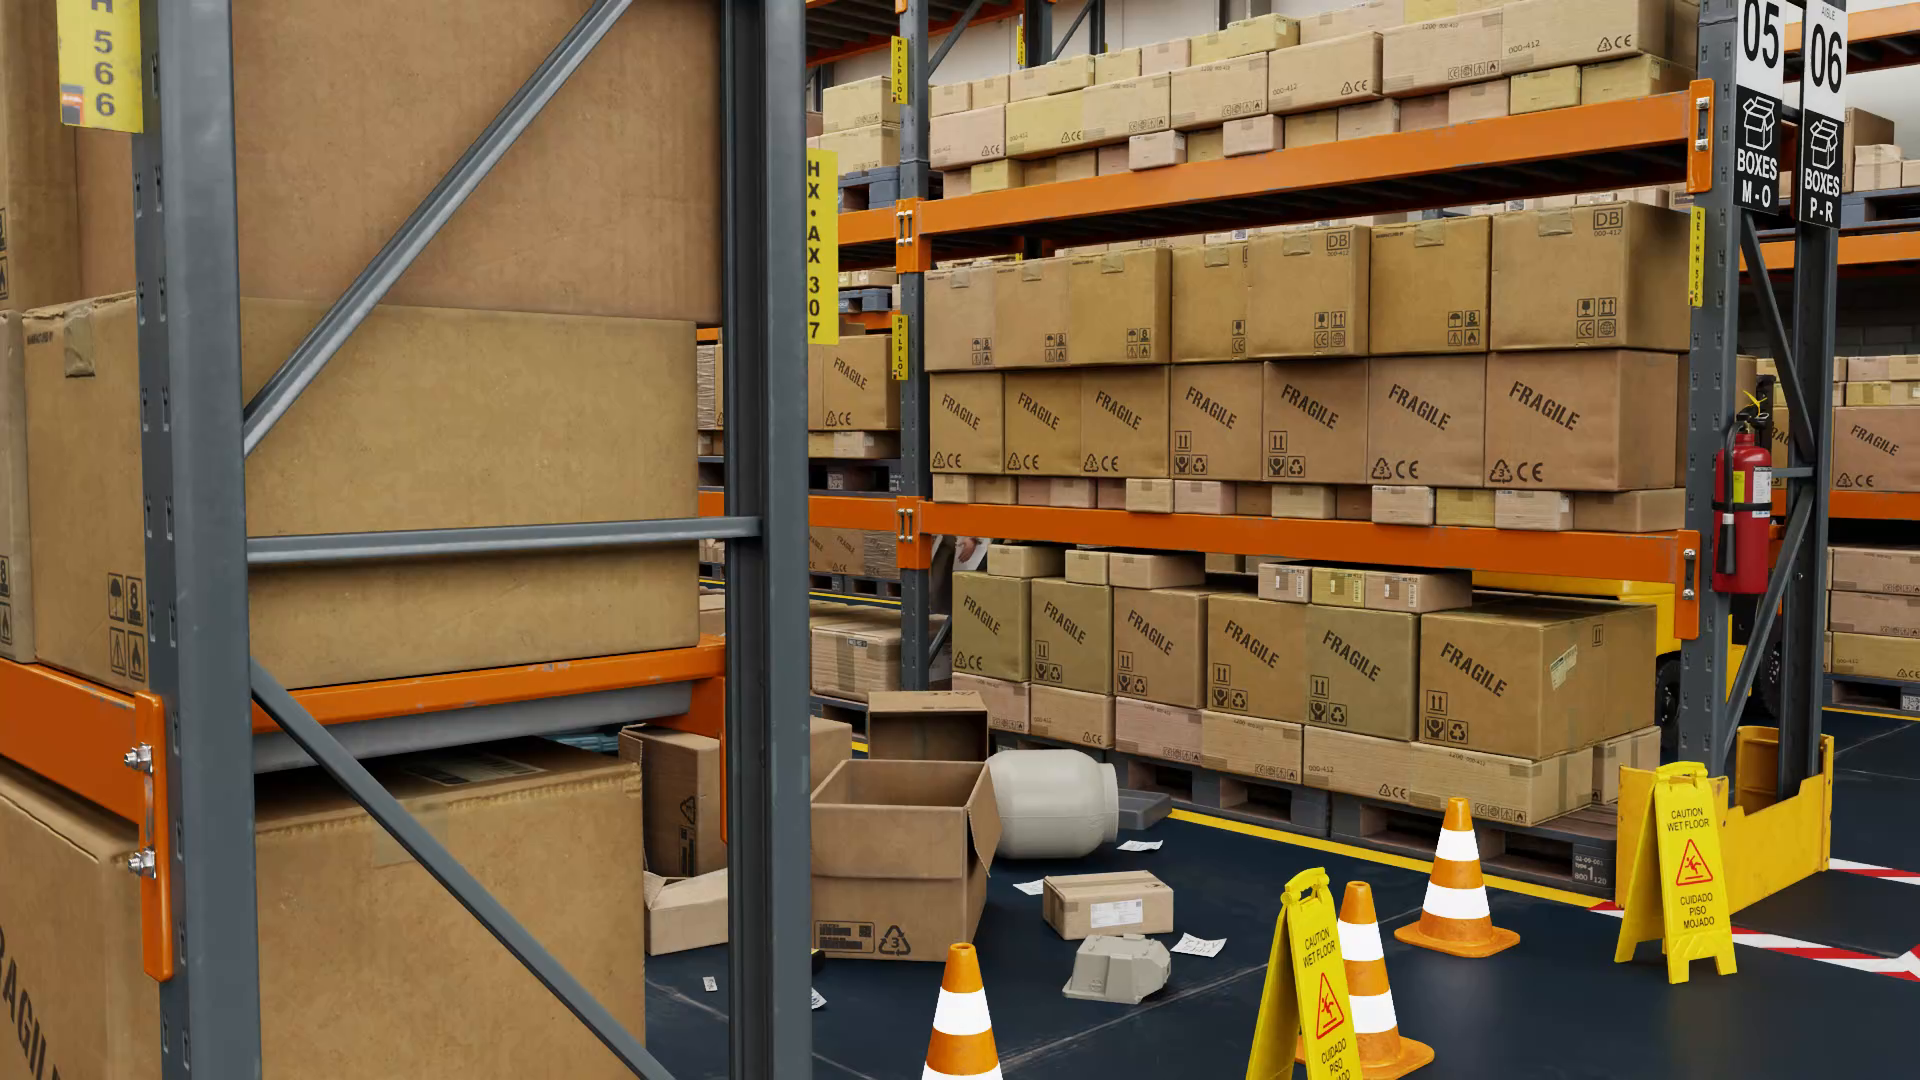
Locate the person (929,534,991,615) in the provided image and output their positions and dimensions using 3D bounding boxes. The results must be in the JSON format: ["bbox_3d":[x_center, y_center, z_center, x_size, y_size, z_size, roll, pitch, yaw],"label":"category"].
[{"bbox_3d":[0.005,0.027,11.811,0.432,1.728,0.591,-3,5,-42],"label":"person"}]
